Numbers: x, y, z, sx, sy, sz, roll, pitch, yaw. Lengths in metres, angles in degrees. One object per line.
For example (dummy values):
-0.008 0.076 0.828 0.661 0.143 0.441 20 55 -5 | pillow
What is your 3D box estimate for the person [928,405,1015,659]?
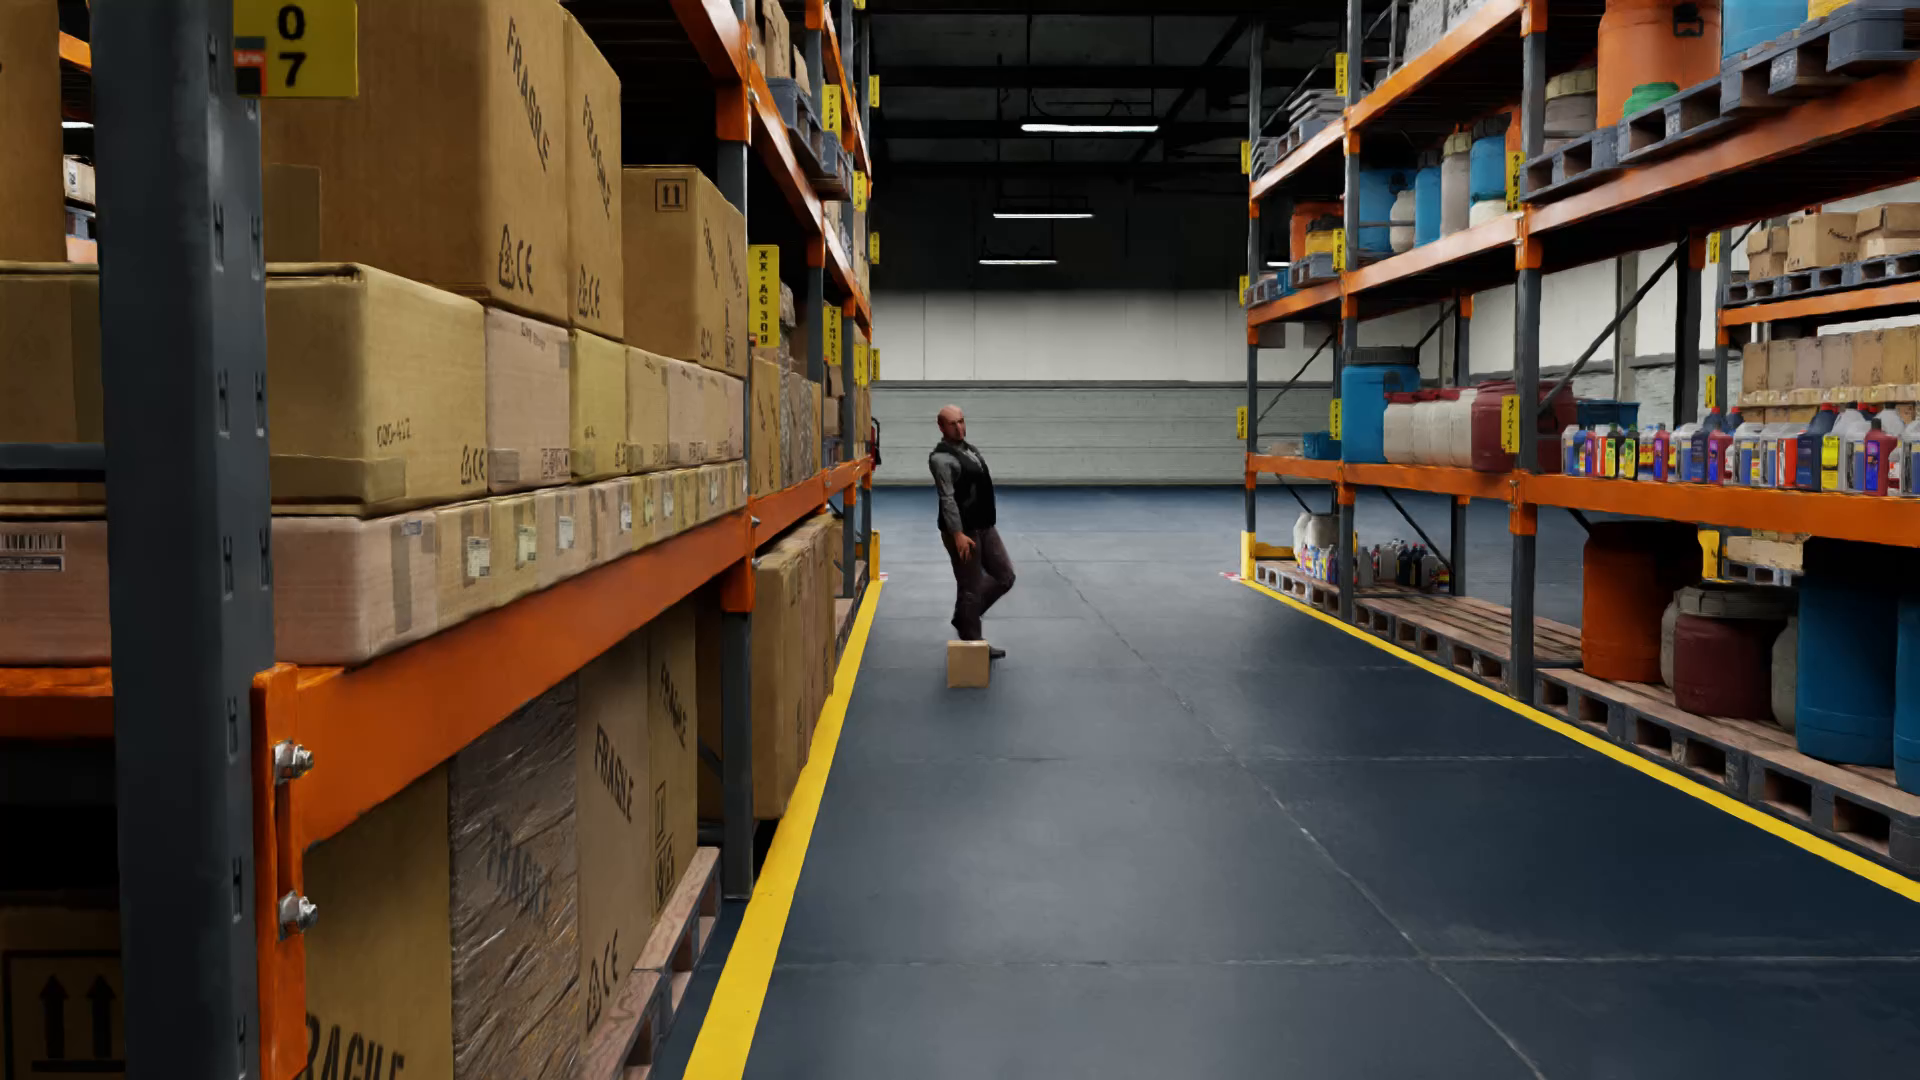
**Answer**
0.077 -0.048 11.108 0.446 1.705 0.638 2 4 23 | person
